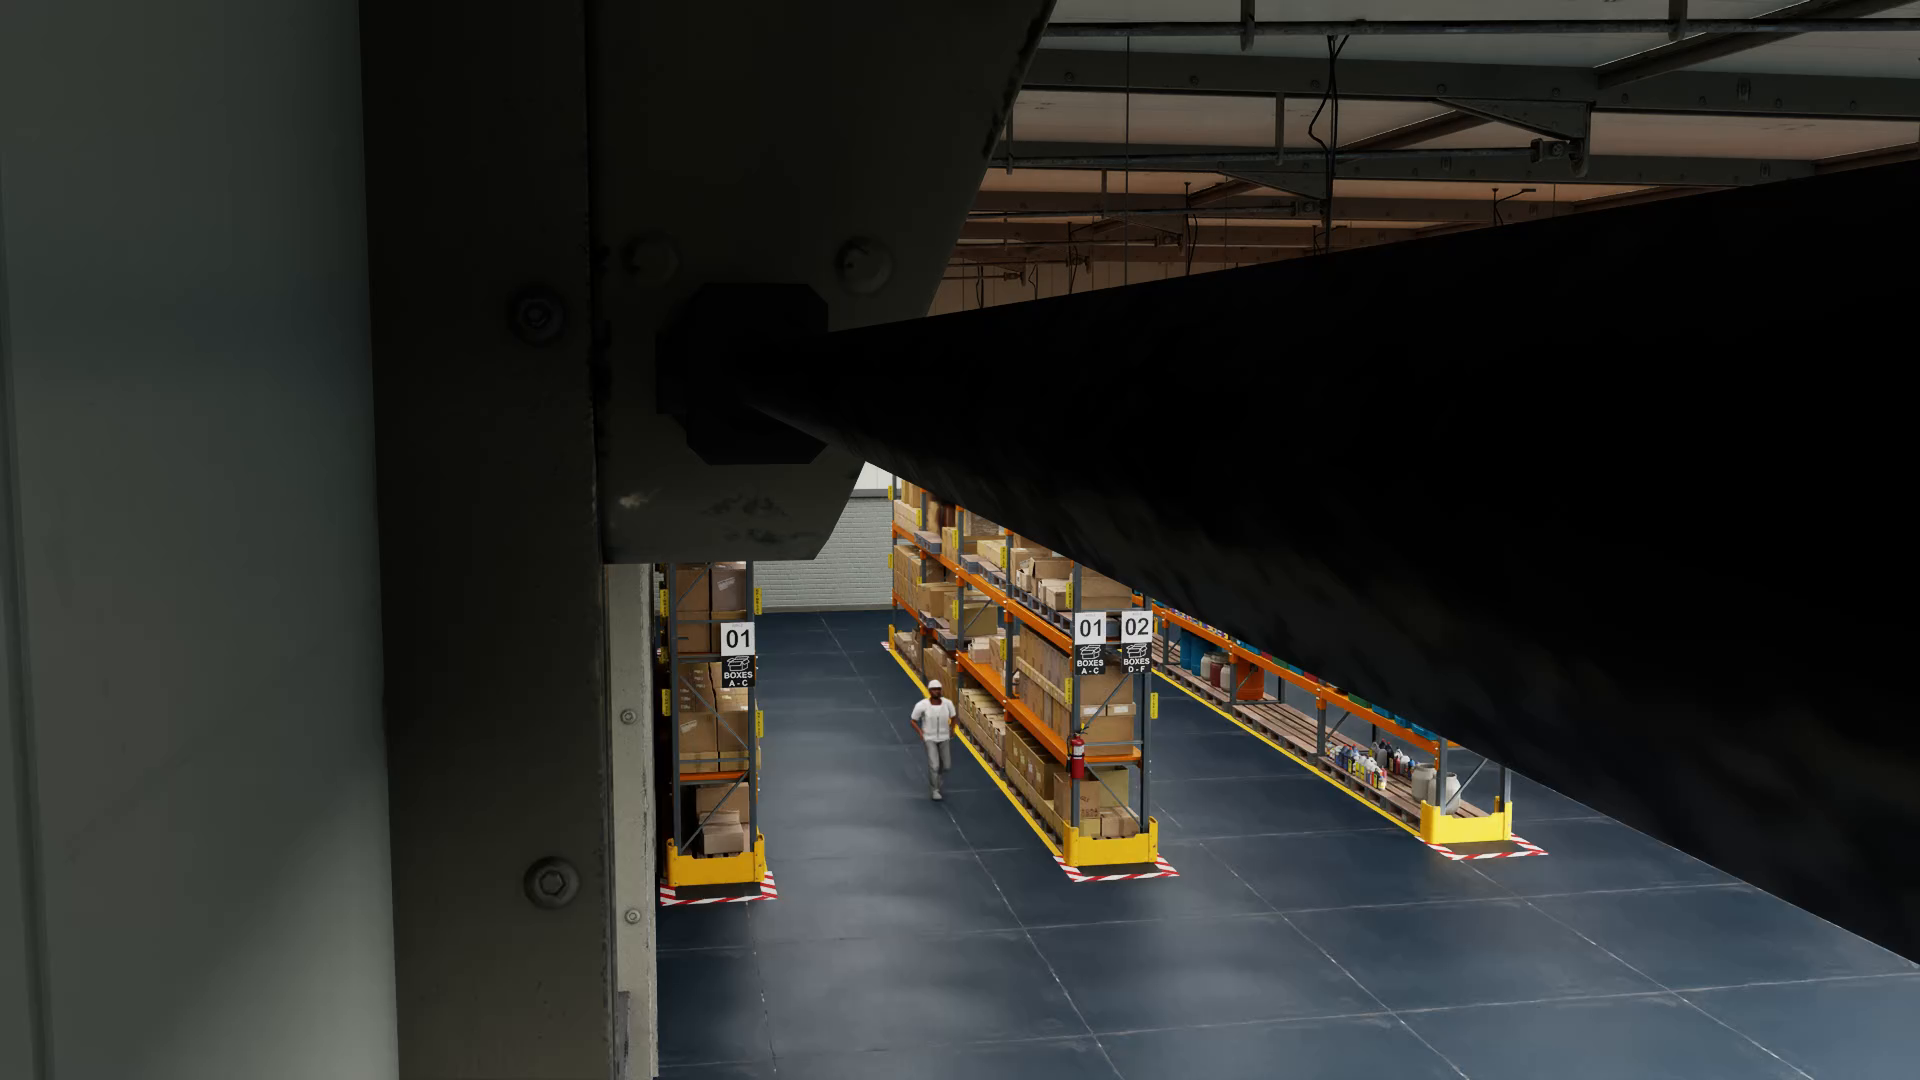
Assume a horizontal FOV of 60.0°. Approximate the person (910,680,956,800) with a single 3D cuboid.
[{"bbox_3d":[-0.368,2.874,24.100,0.700,1.719,0.625,-2,6,-16],"label":"person"}]
